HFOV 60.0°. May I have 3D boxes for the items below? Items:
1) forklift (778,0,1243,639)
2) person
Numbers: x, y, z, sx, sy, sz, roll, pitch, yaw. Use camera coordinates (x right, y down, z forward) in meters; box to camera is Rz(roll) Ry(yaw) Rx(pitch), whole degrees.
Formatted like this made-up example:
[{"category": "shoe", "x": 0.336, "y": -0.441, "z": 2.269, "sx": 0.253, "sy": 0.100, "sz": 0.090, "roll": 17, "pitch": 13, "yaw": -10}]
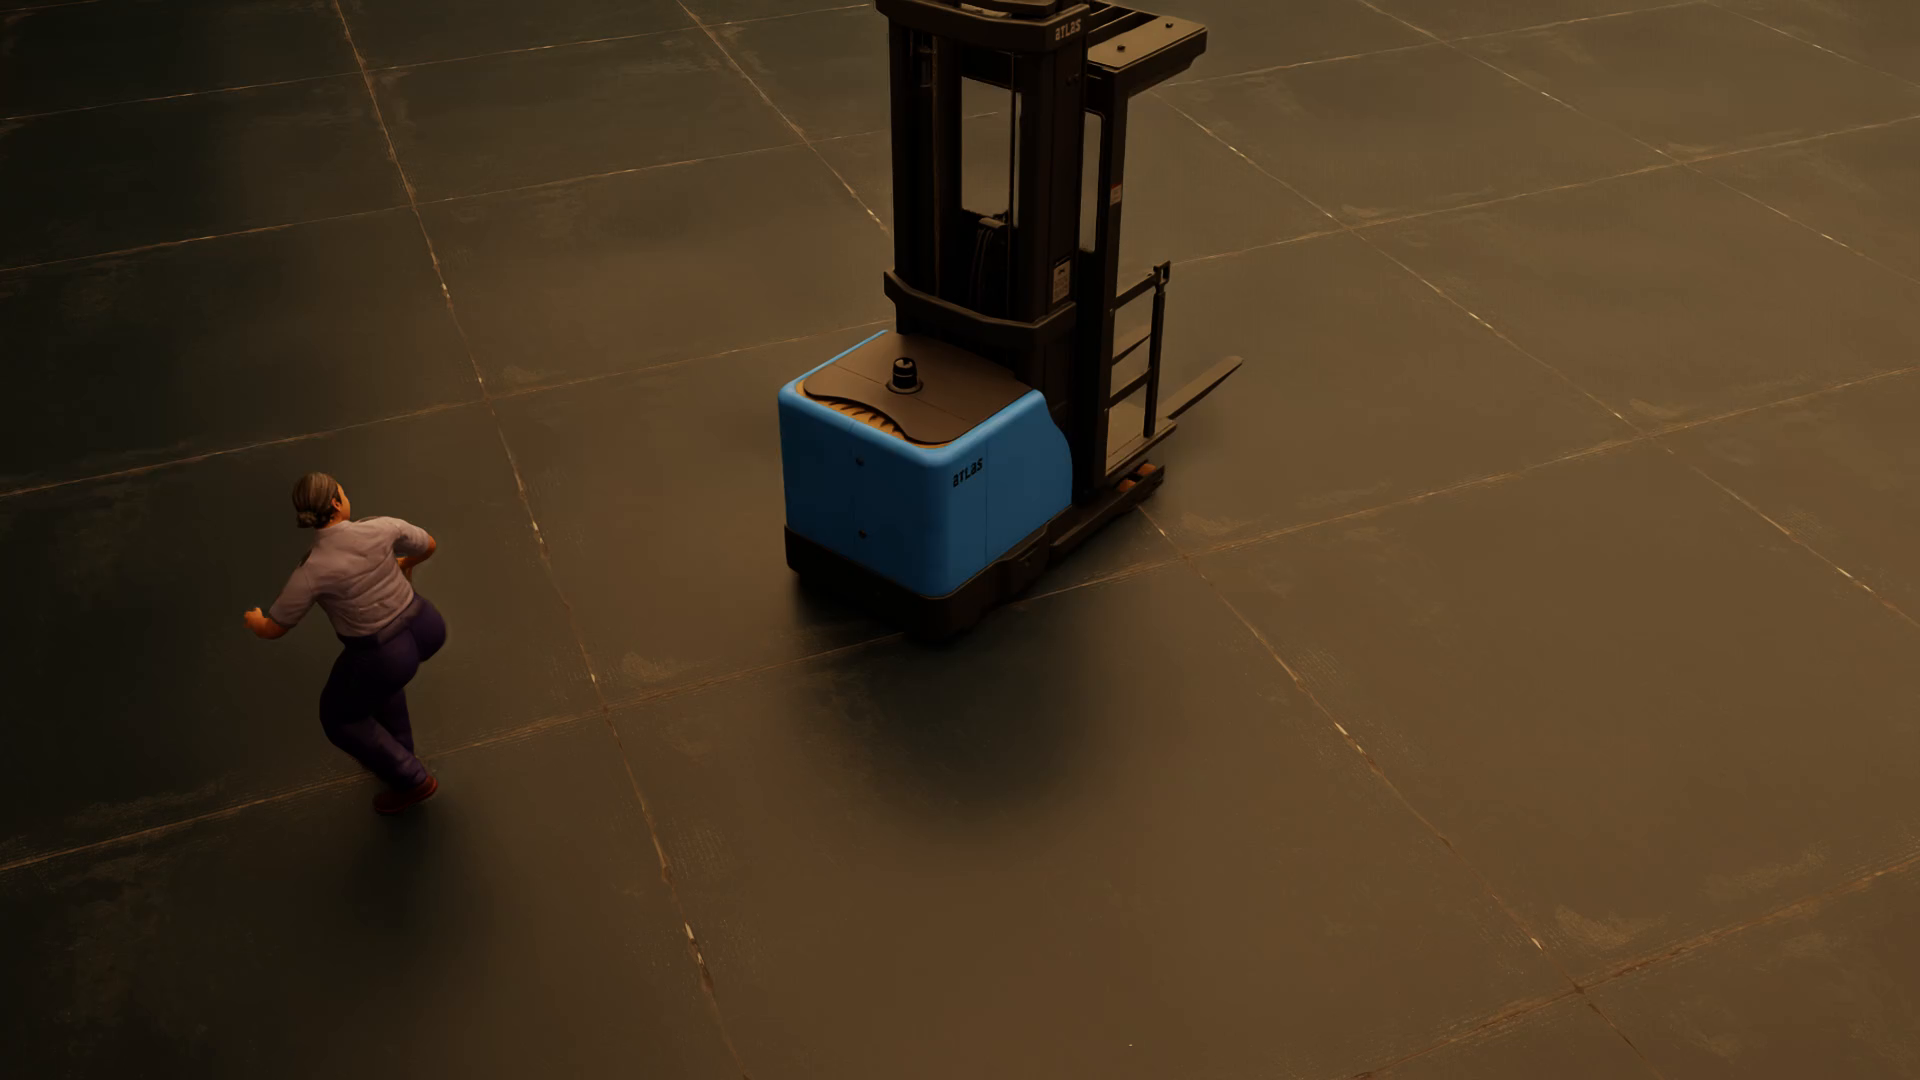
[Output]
[{"category": "forklift", "x": 0.447, "y": -1.514, "z": 8.228, "sx": 1.130, "sy": 2.935, "sz": 3.031, "roll": 25, "pitch": 42, "yaw": 31}, {"category": "person", "x": -2.469, "y": 0.369, "z": 6.773, "sx": 0.705, "sy": 1.551, "sz": 0.760, "roll": 16, "pitch": 39, "yaw": 22}]
